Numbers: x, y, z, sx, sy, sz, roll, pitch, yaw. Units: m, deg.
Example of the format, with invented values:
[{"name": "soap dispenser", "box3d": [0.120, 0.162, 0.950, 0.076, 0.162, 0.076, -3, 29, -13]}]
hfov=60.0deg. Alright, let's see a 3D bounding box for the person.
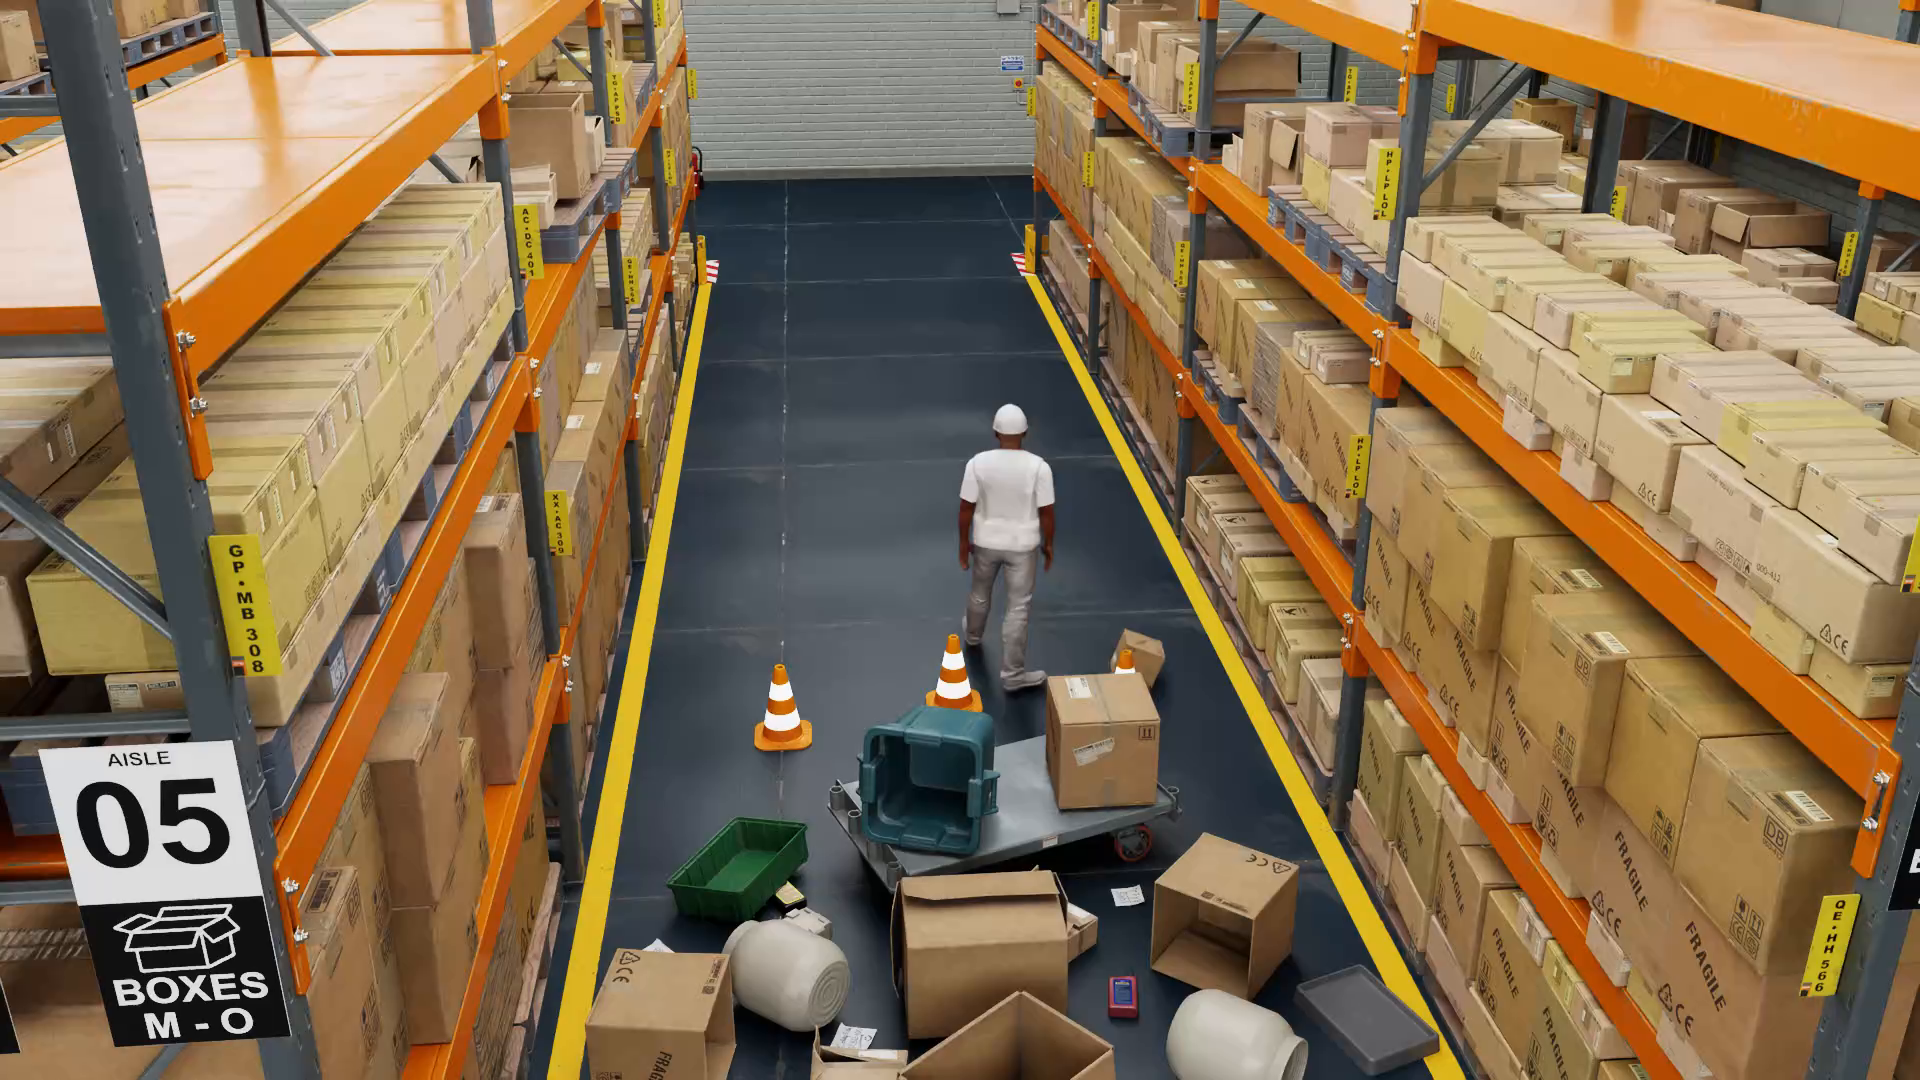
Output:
[{"name": "person", "box3d": [0.260, -0.022, 10.316, 0.687, 1.729, 0.828, 6, 24, 14]}]
